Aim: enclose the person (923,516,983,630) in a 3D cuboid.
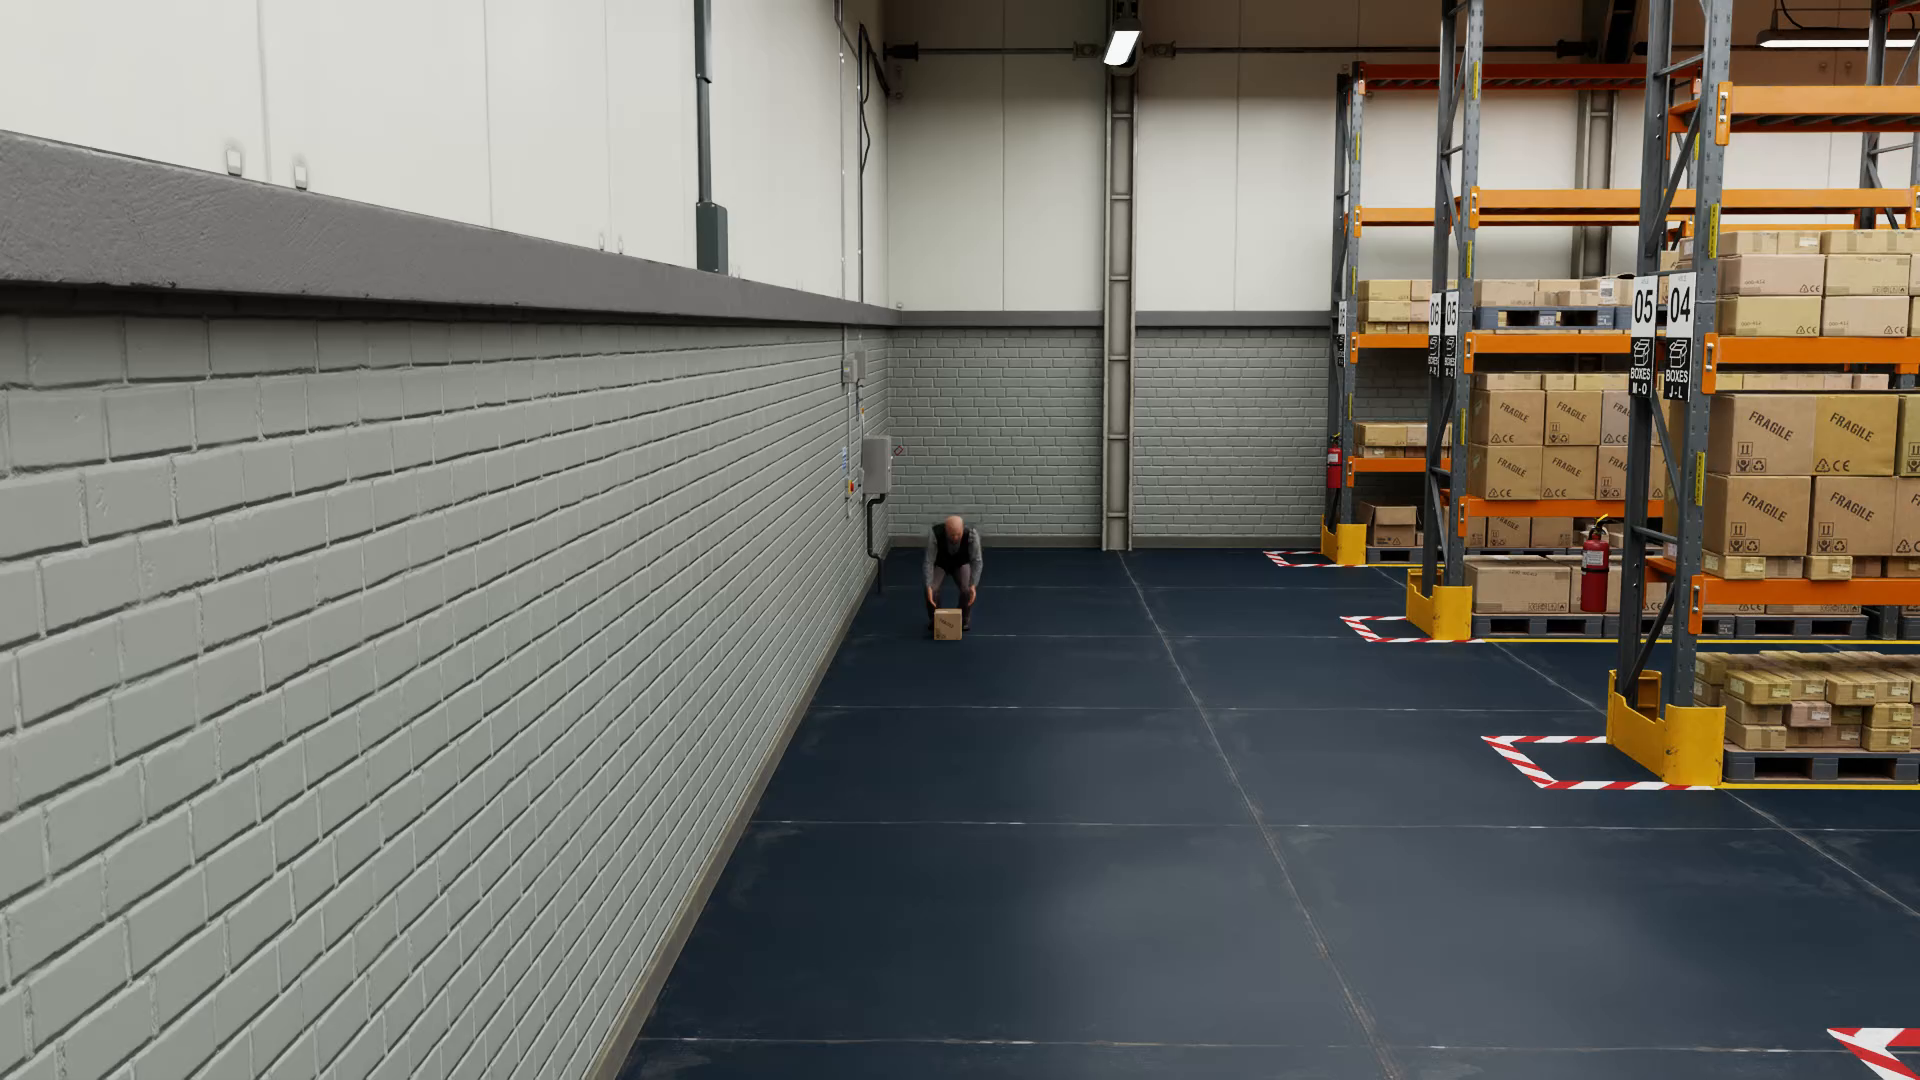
[{"bbox_3d":[-0.064,0.304,15.836,0.568,1.129,0.823,0,7,1],"label":"person"}]
